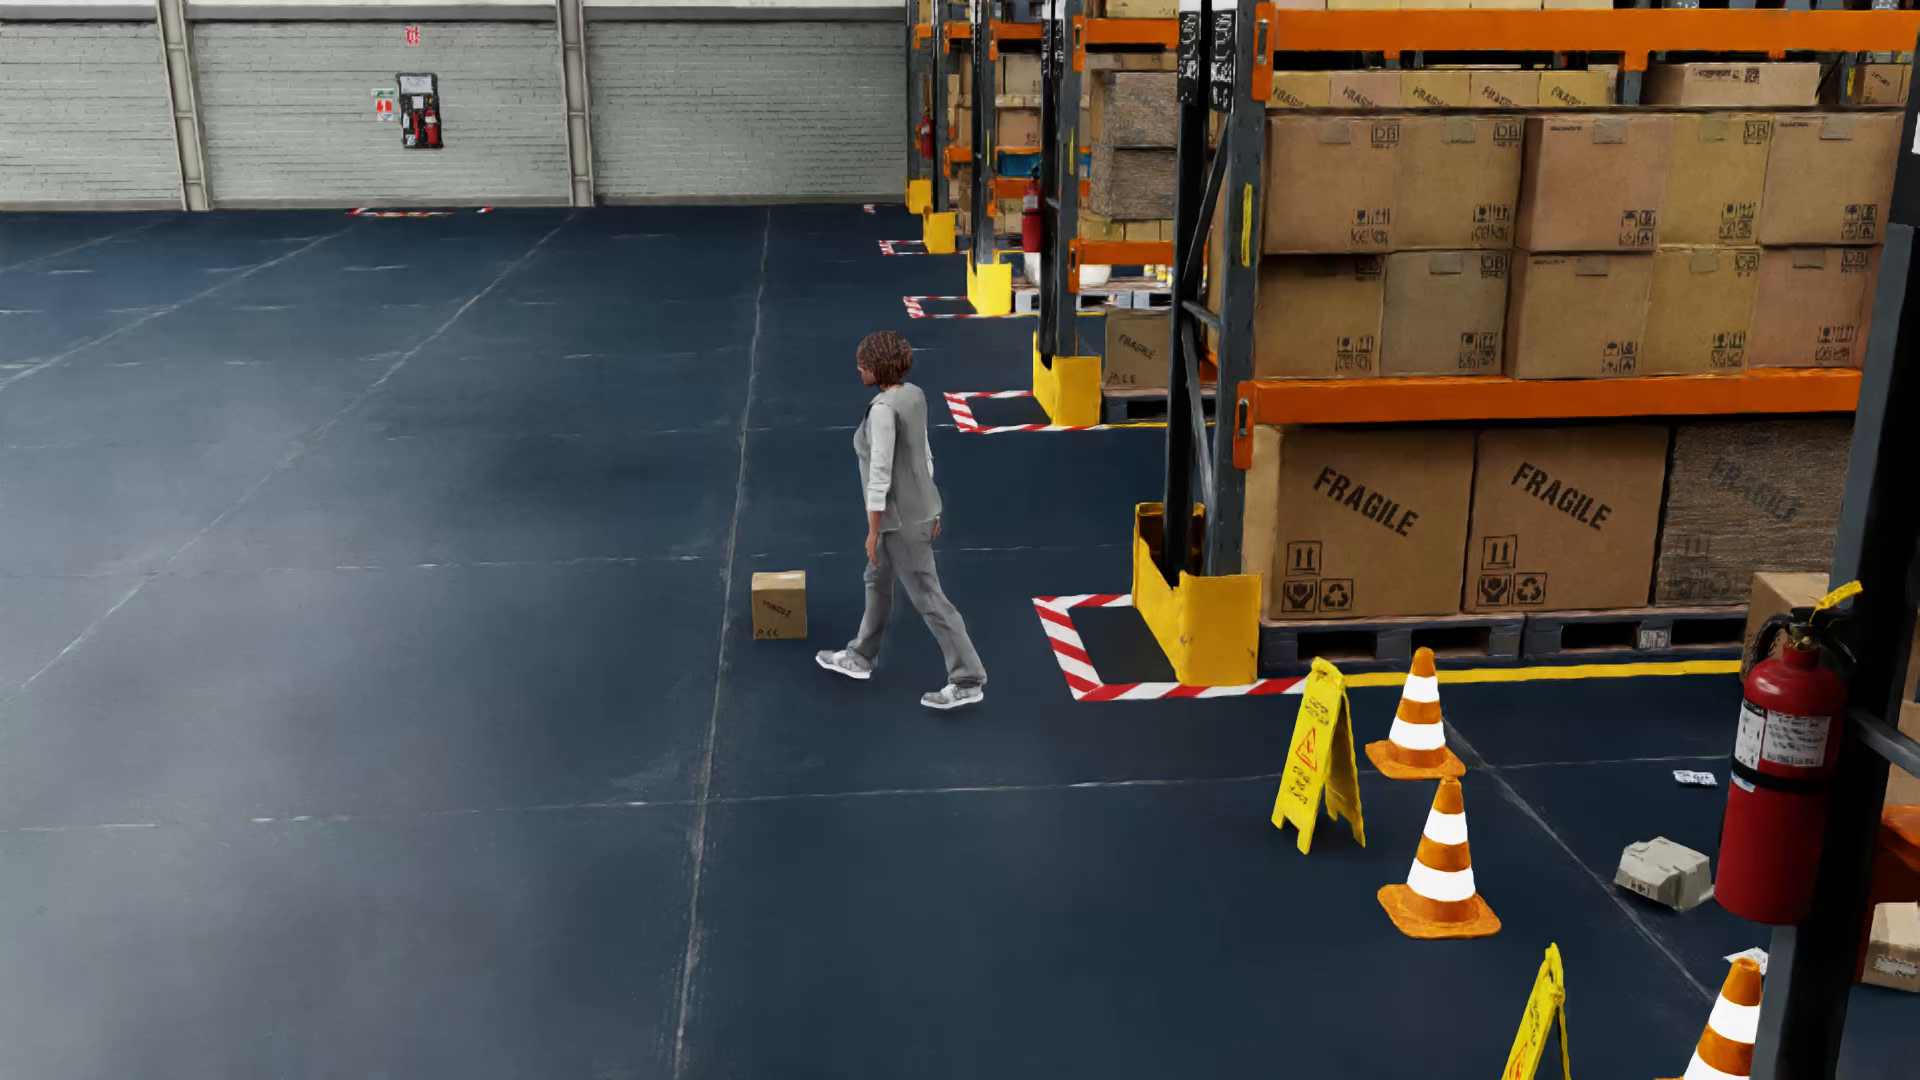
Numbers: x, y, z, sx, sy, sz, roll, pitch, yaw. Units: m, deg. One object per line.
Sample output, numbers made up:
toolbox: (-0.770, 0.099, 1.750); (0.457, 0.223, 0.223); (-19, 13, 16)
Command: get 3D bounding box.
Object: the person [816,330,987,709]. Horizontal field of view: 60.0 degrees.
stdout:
person: (-0.280, -0.095, 6.852); (0.819, 1.551, 0.451); (4, 18, 14)
